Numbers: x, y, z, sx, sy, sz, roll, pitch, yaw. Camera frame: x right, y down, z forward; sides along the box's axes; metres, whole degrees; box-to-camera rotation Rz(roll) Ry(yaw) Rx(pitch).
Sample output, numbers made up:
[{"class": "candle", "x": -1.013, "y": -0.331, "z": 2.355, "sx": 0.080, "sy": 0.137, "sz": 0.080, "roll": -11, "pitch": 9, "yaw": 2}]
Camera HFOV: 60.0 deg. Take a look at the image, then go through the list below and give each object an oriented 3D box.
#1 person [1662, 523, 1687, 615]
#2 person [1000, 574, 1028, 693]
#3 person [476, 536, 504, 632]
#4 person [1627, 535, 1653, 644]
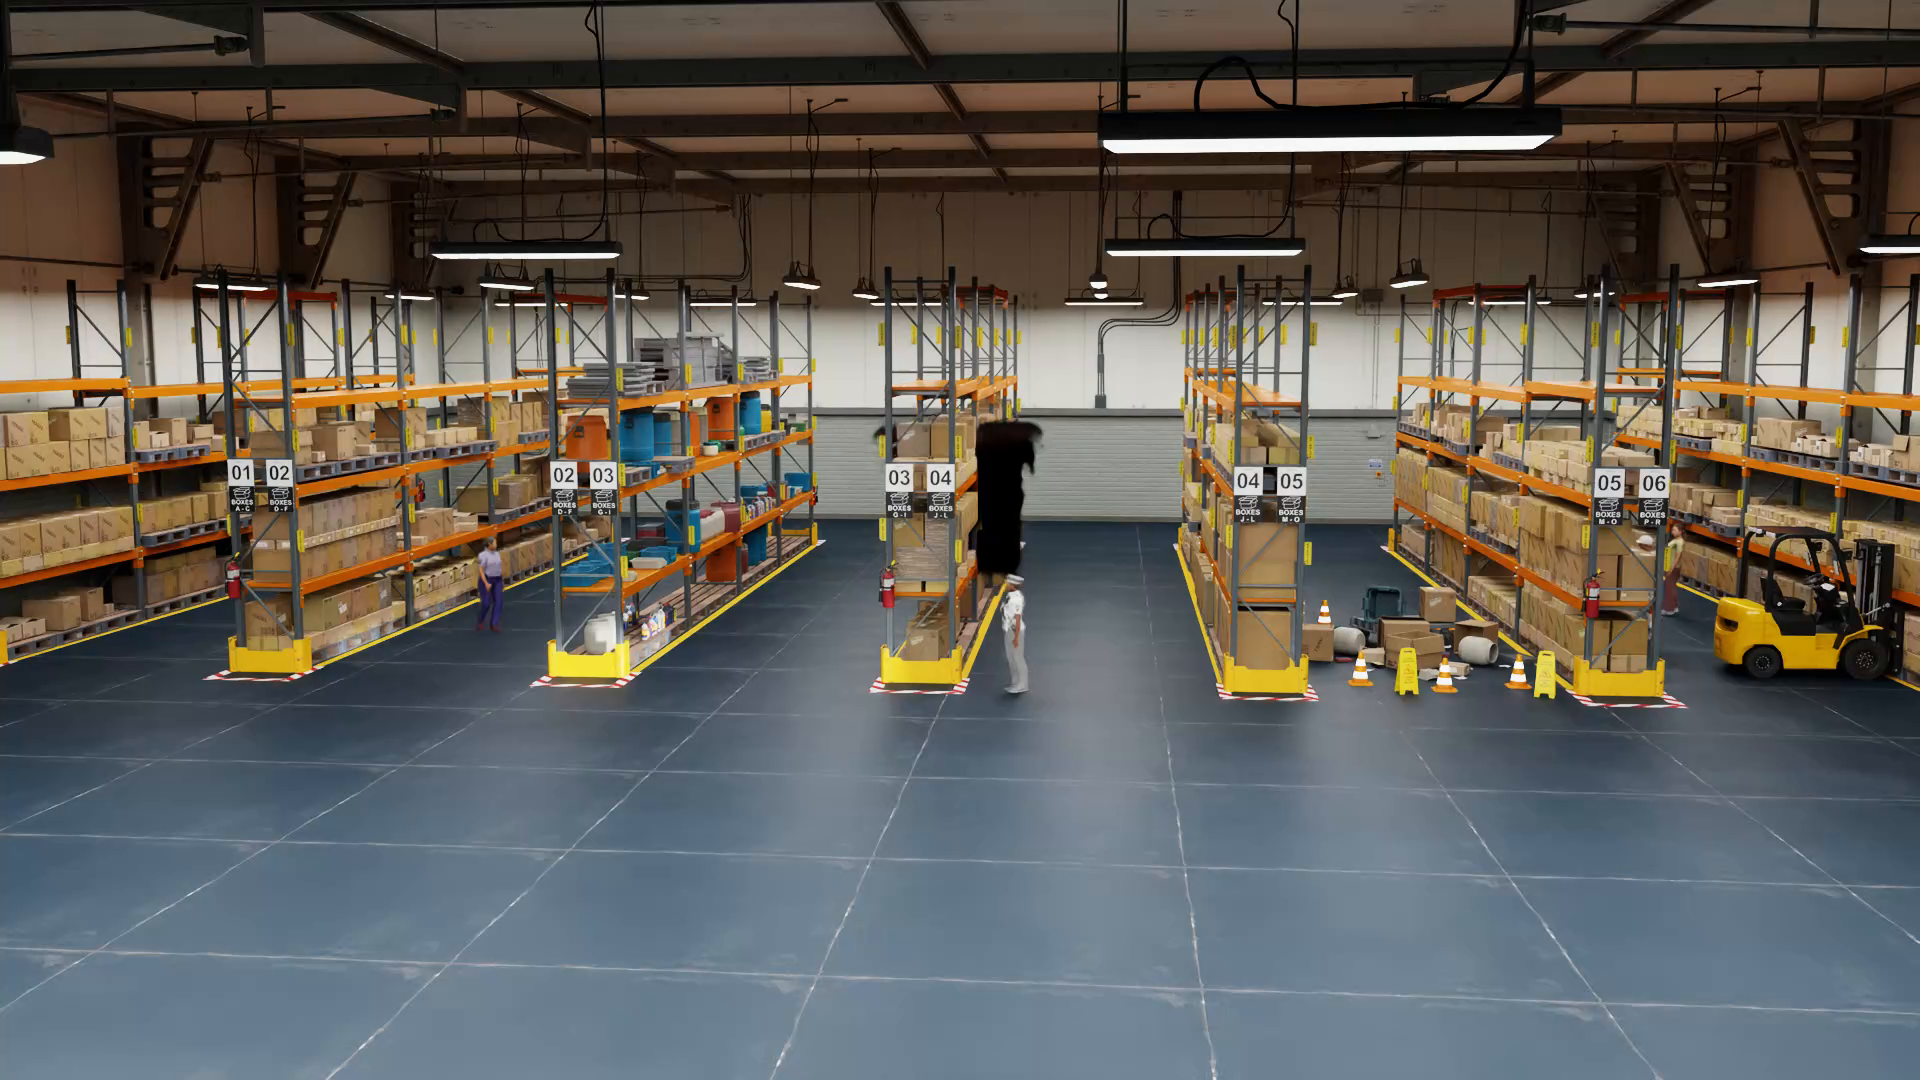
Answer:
[{"class": "person", "x": 12.867, "y": 0.542, "z": 30.040, "sx": 0.464, "sy": 1.712, "sz": 0.499, "roll": 5, "pitch": 8, "yaw": 34}, {"class": "person", "x": 0.765, "y": 1.331, "z": 23.516, "sx": 0.383, "sy": 1.720, "sz": 0.579, "roll": -1, "pitch": 7, "yaw": -10}, {"class": "person", "x": -8.029, "y": 0.763, "z": 28.472, "sx": 0.463, "sy": 1.630, "sz": 0.539, "roll": 7, "pitch": 10, "yaw": 43}, {"class": "person", "x": 11.164, "y": 0.799, "z": 27.350, "sx": 0.517, "sy": 1.785, "sz": 0.695, "roll": -5, "pitch": 9, "yaw": -37}]
